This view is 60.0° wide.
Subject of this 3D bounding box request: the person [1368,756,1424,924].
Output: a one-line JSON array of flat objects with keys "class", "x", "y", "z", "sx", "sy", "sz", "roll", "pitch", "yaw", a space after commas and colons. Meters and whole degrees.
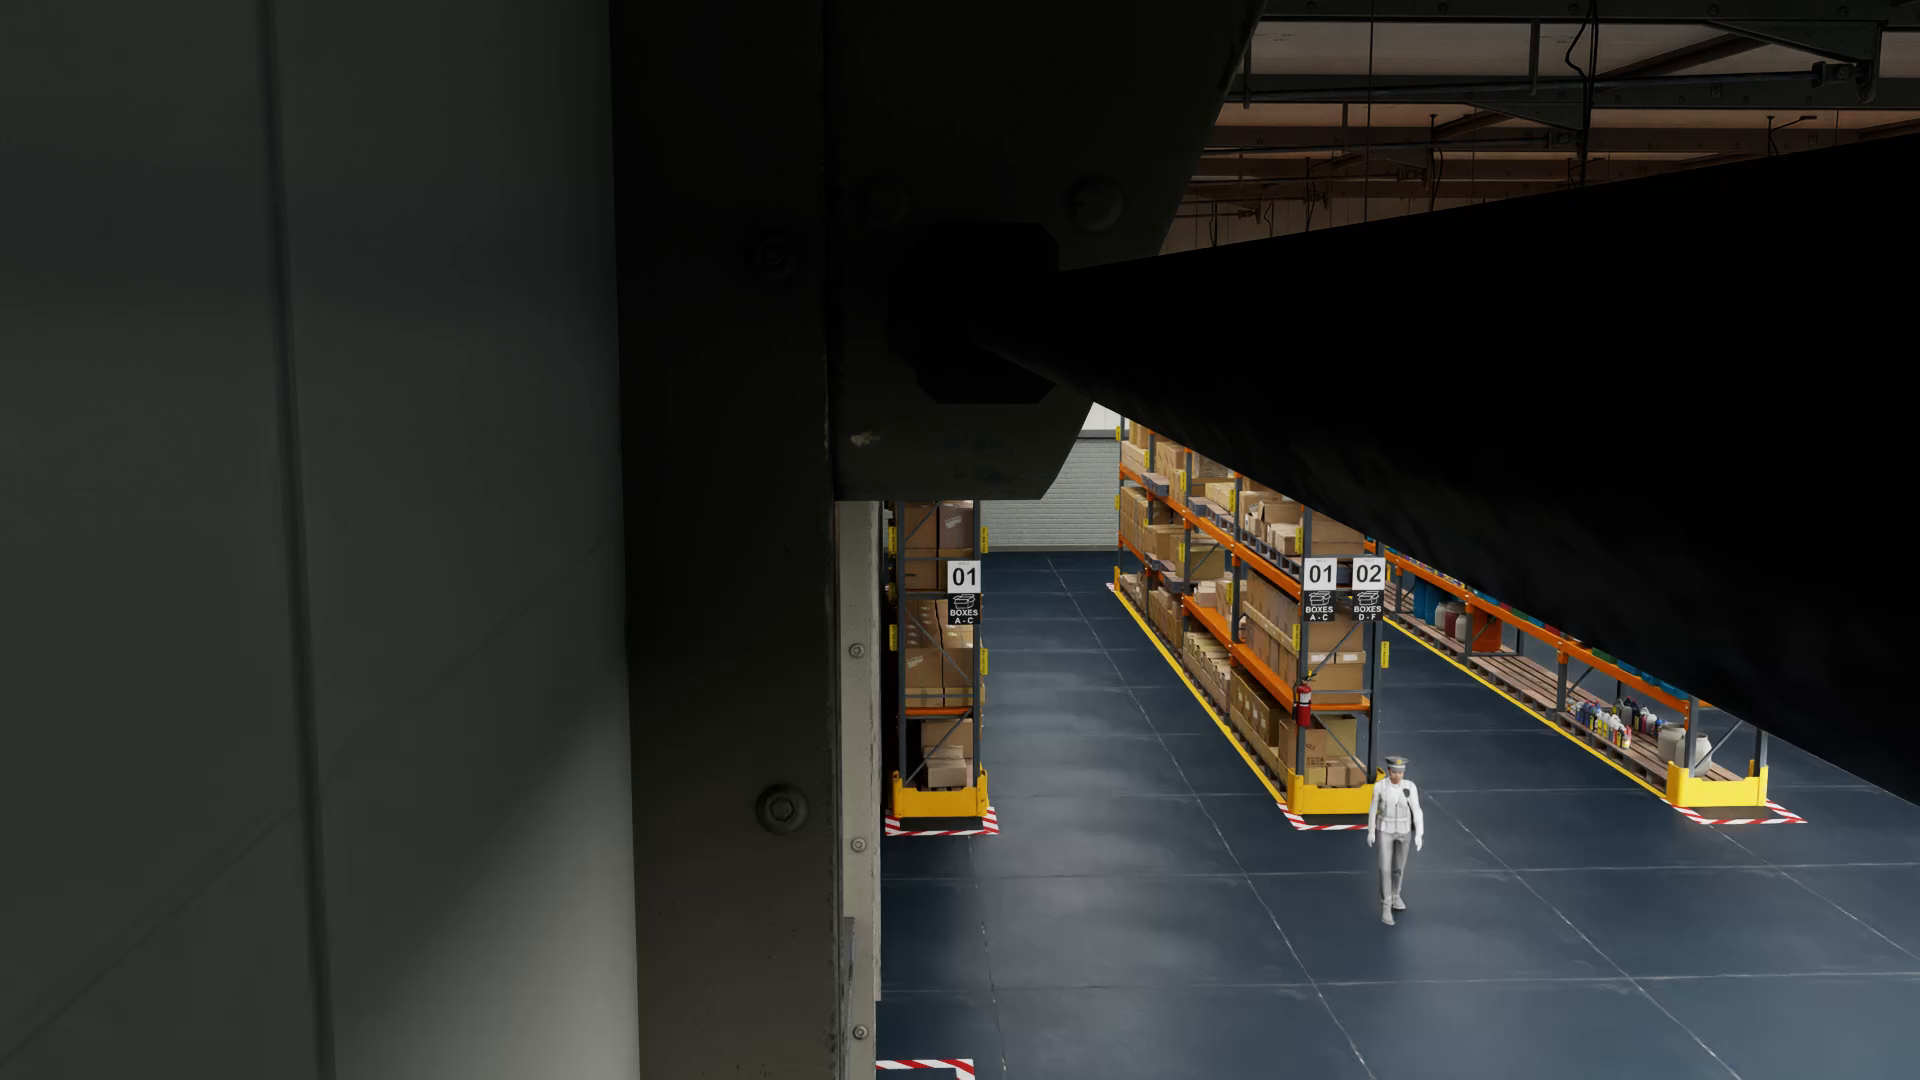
[{"class": "person", "x": 4.499, "y": 3.059, "z": 17.175, "sx": 0.543, "sy": 1.681, "sz": 0.638, "roll": 1, "pitch": 8, "yaw": 8}]
